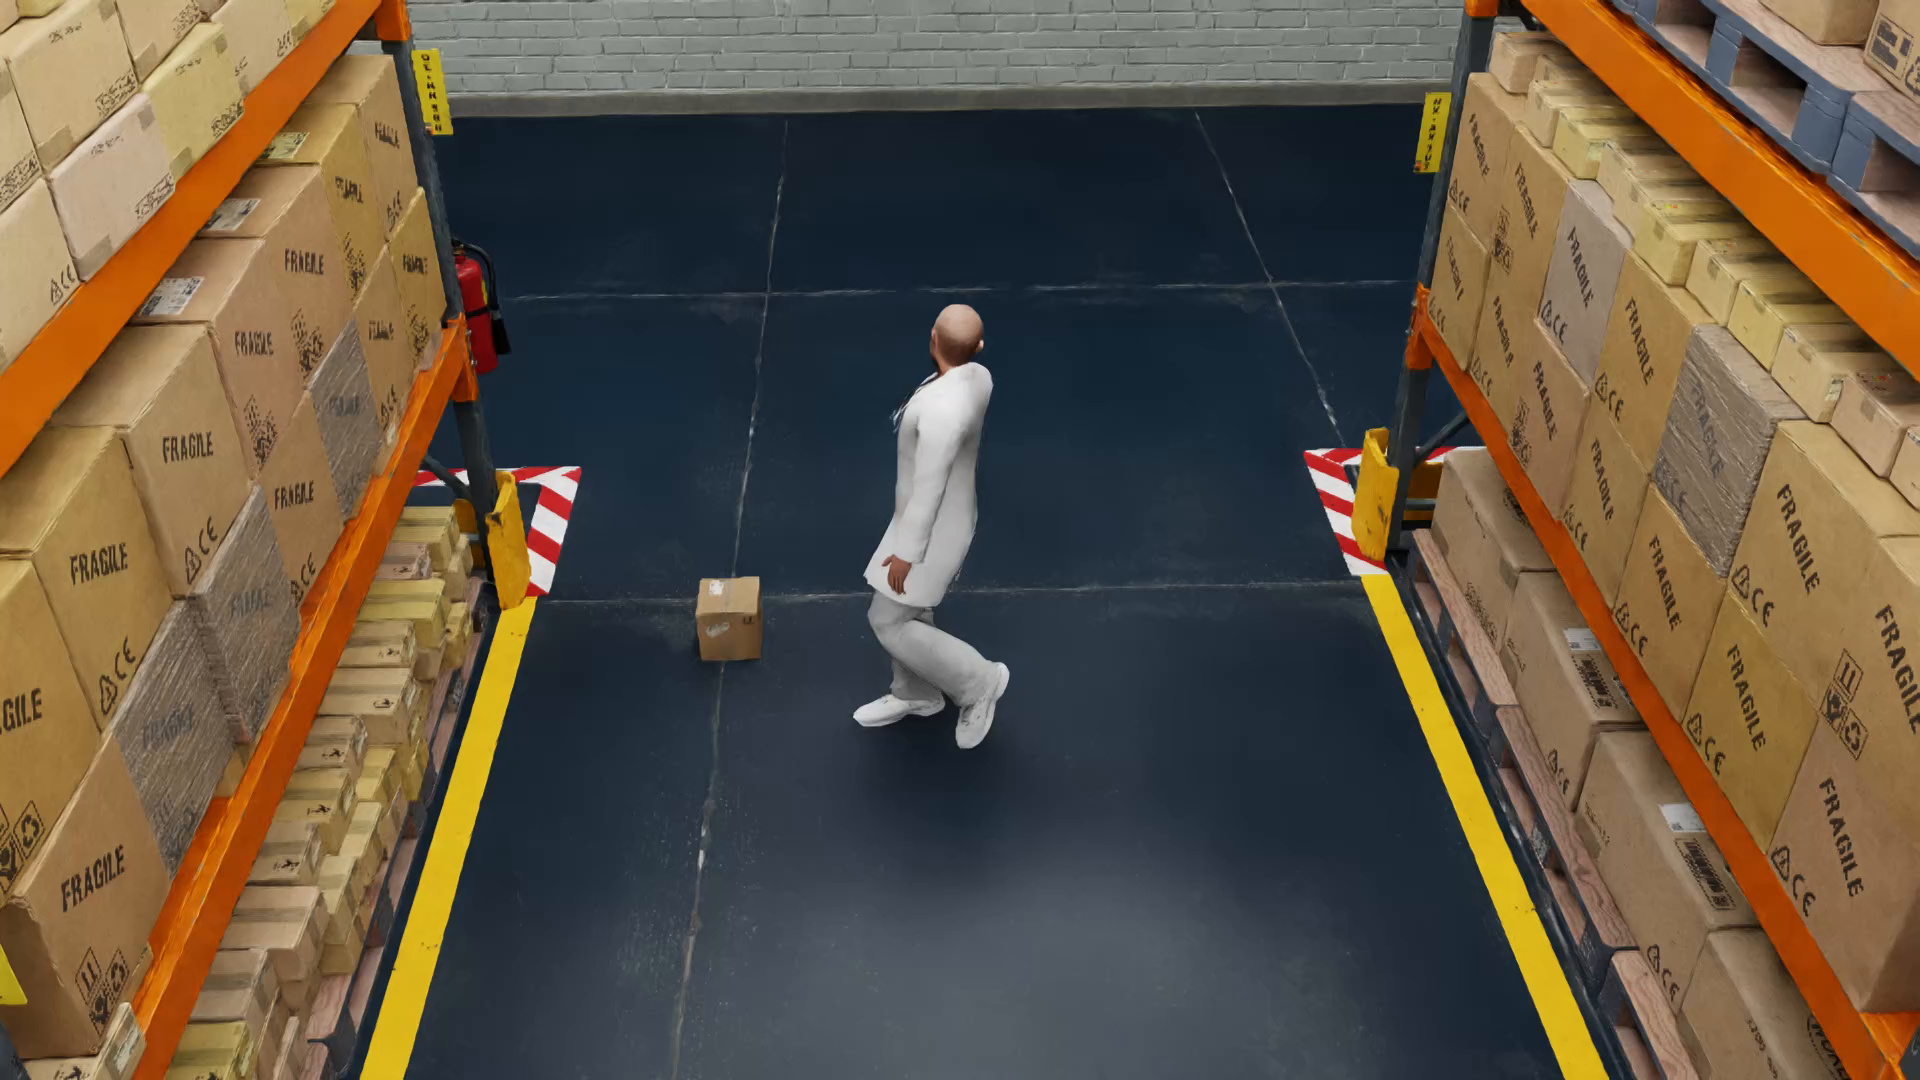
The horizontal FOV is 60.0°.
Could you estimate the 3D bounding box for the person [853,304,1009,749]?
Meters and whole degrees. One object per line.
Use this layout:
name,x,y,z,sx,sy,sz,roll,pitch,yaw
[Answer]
person,-5.747,3.528,1.108,10.683,1.756,14.178,3,35,4
